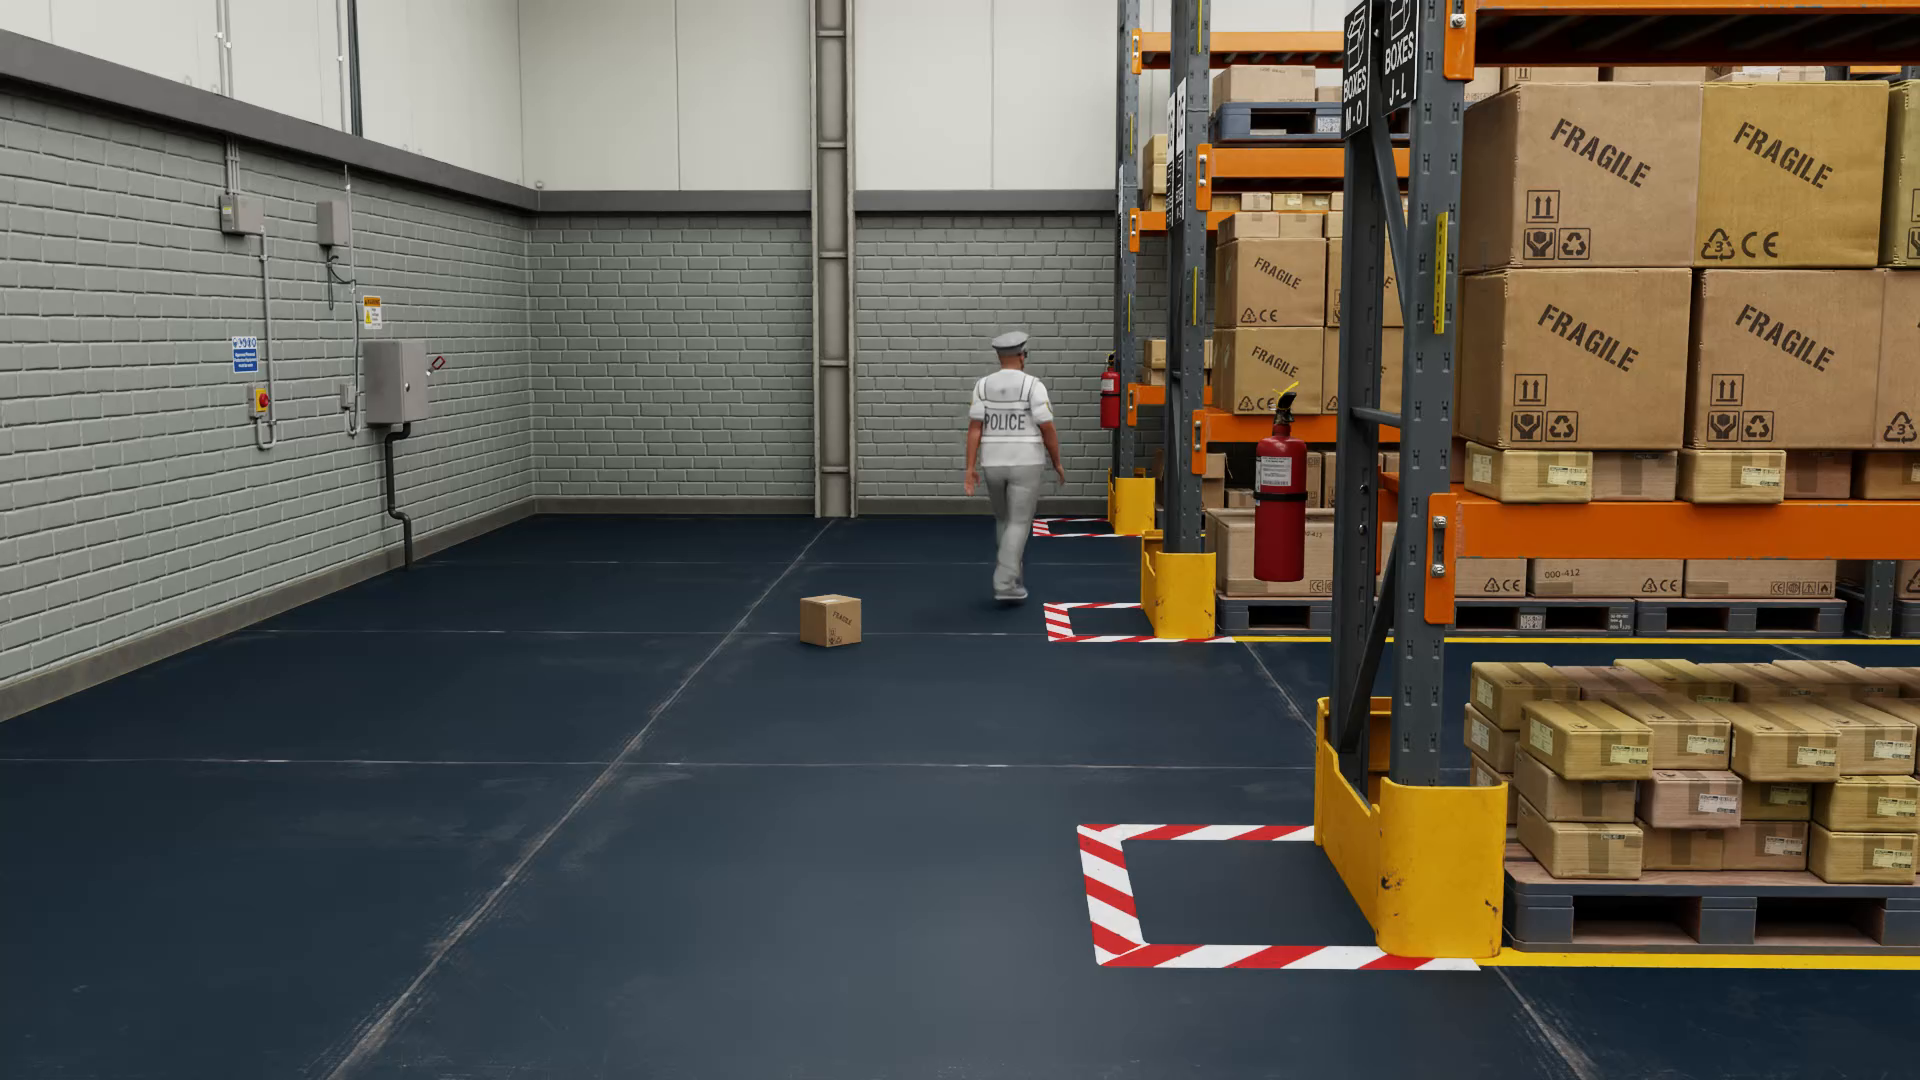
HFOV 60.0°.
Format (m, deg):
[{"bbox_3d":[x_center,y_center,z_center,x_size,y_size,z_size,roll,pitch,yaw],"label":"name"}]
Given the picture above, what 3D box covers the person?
[{"bbox_3d":[0.387,-0.461,10.948,0.573,1.817,0.771,4,8,28],"label":"person"}]
